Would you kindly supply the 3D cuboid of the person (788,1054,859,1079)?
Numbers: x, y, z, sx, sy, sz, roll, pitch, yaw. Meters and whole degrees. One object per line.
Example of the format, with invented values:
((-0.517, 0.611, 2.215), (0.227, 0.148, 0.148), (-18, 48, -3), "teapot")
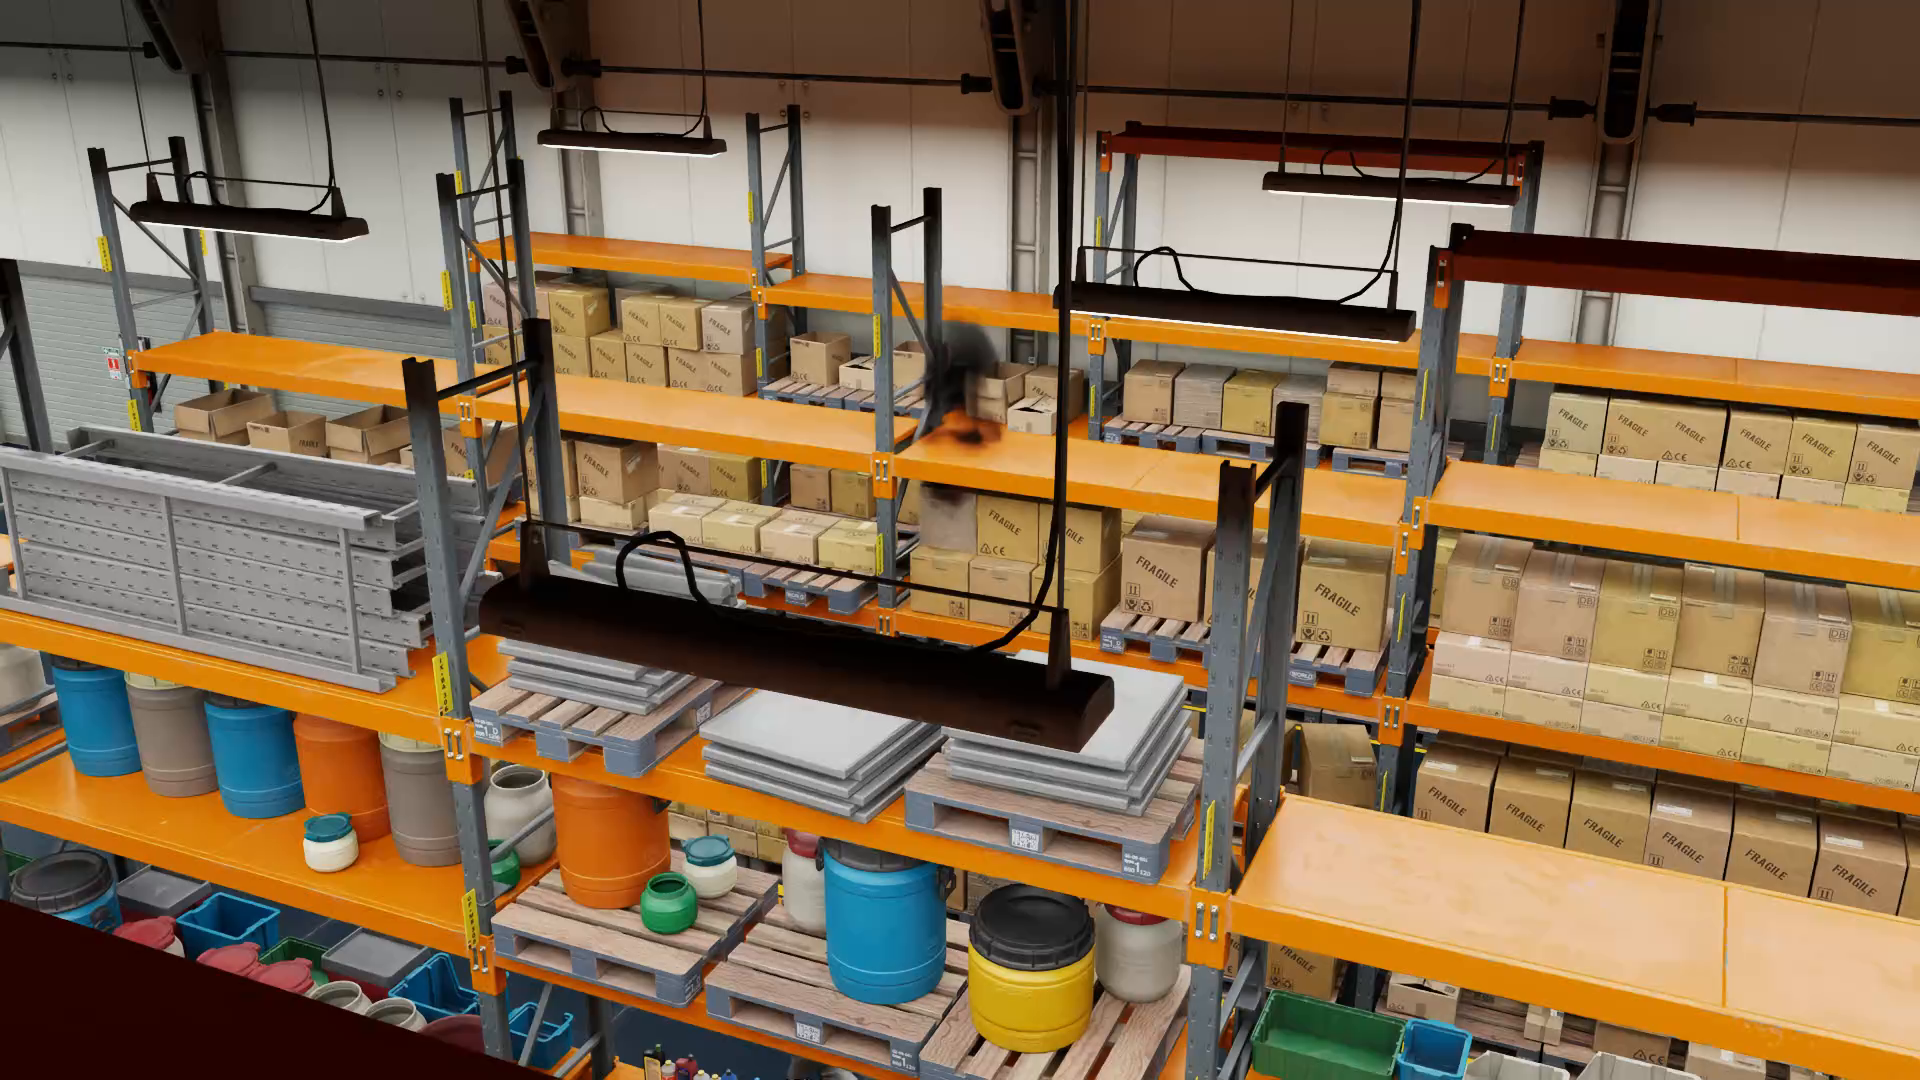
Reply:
((-0.901, 3.380, 11.320), (0.724, 1.654, 0.625), (7, 22, 18), "person")
